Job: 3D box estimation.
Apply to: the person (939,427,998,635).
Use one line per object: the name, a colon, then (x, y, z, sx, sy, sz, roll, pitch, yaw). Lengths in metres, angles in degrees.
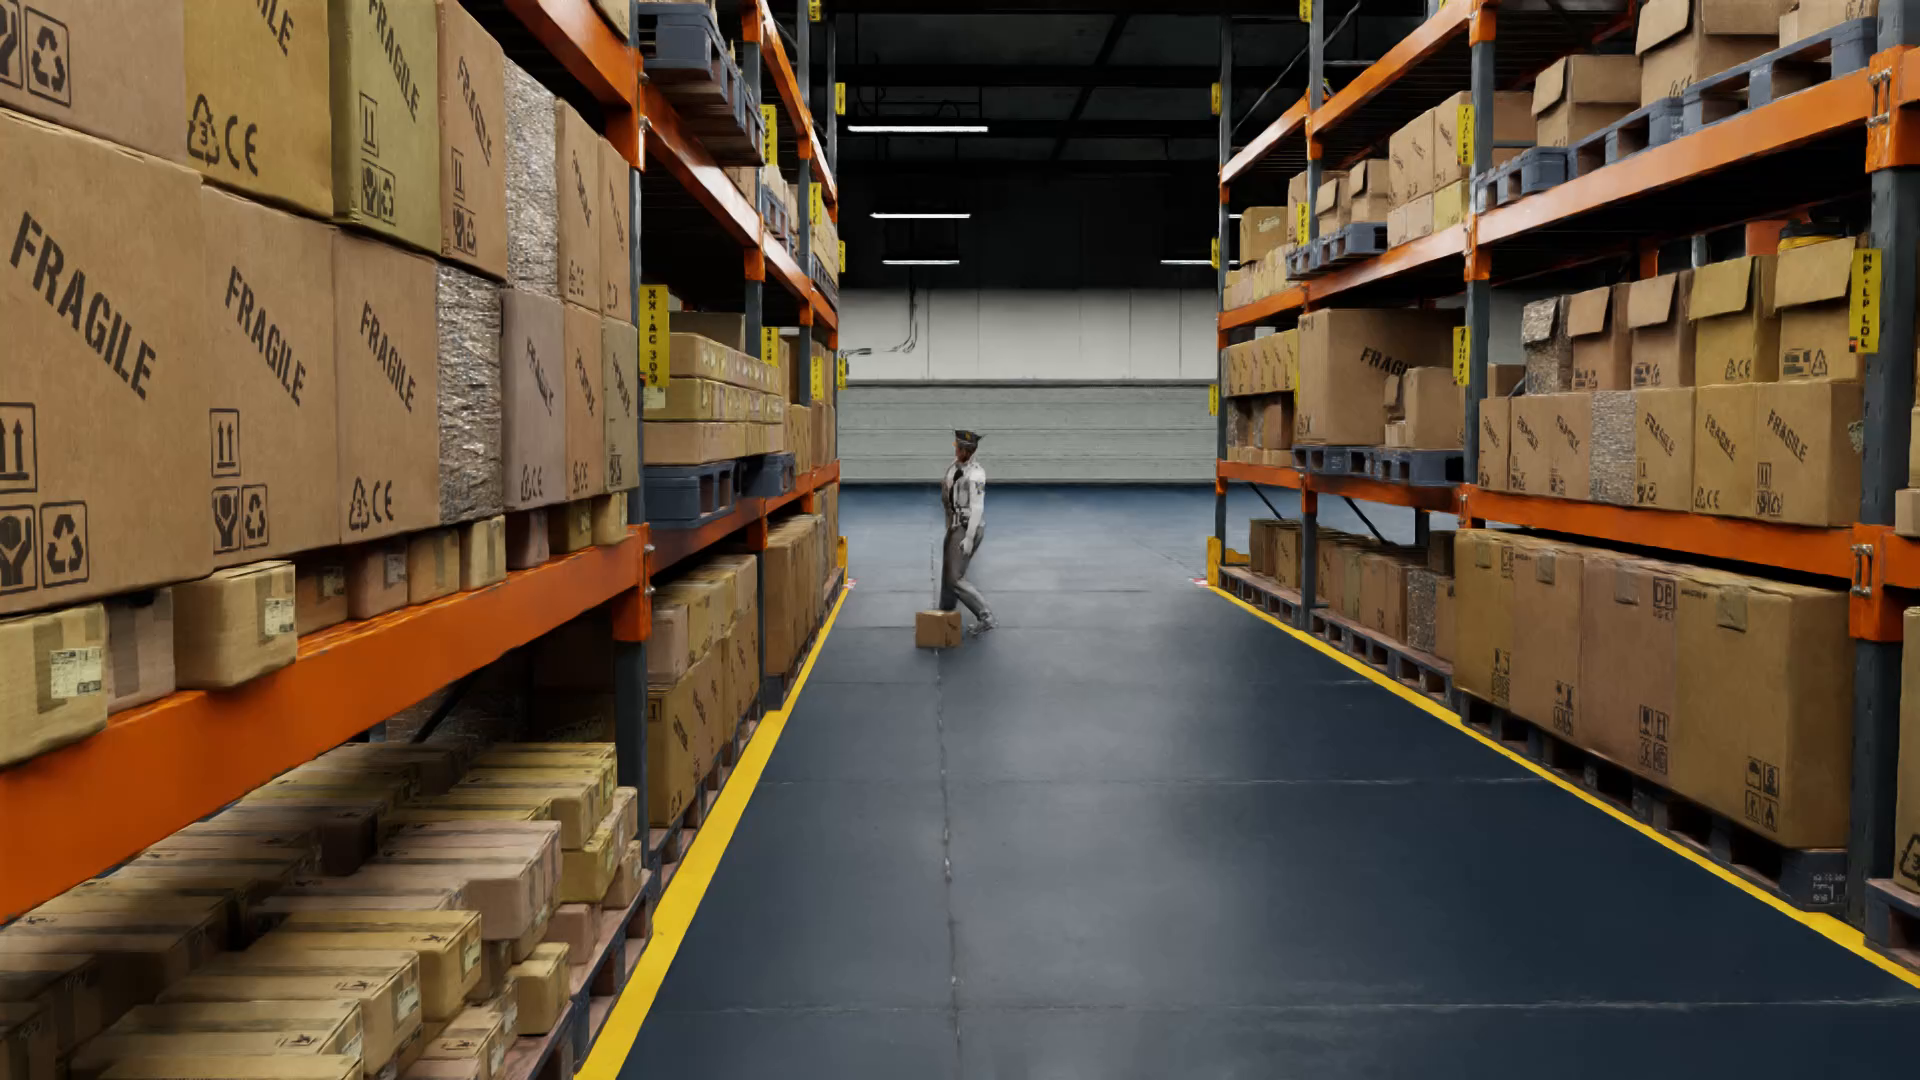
person: (-0.024, -0.051, 12.955, 0.544, 1.634, 0.623, -1, 4, -14)
